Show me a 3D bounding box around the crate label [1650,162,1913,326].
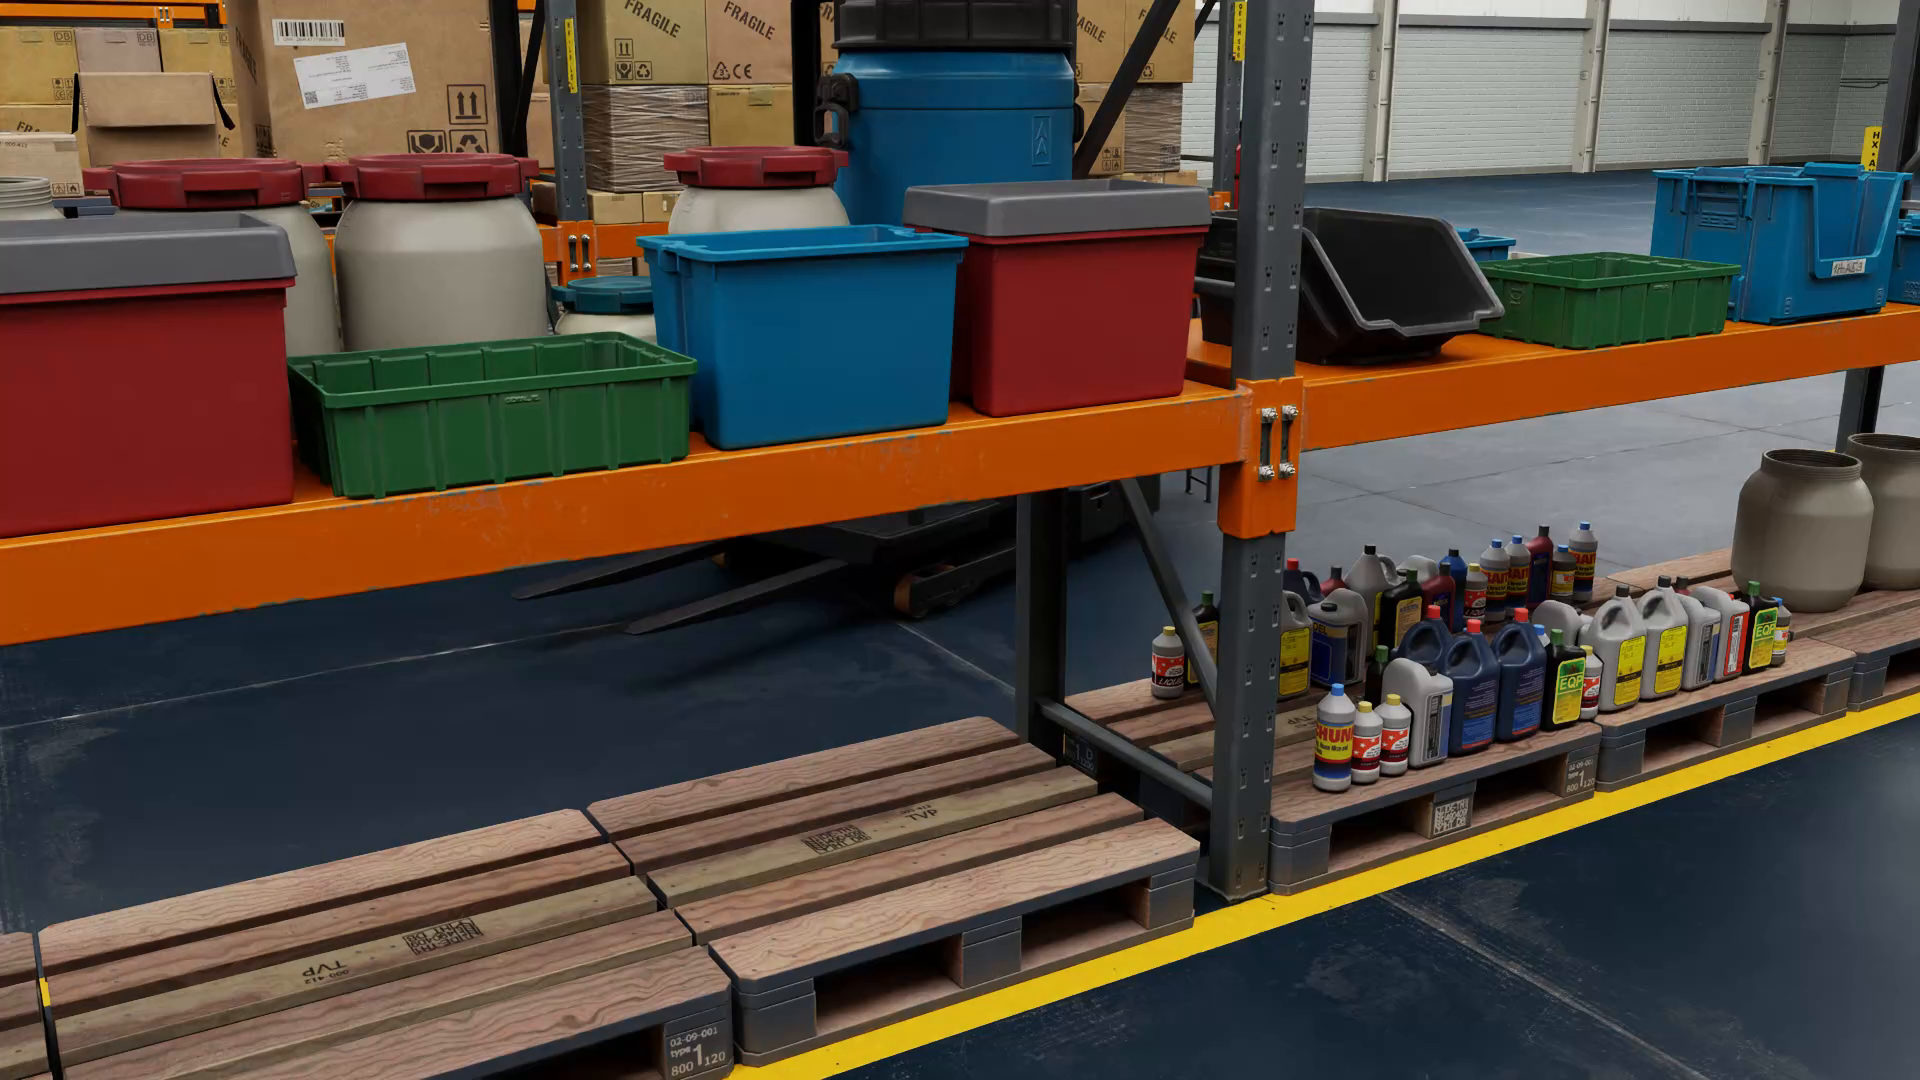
[{"bbox_3d":[2.459,-0.910,5.034,0.616,0.435,0.502,-9,18,-30],"label":"crate label"}]

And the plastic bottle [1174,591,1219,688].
[{"bbox_3d":[0.711,0.297,5.009,0.133,0.283,0.061,-8,18,-27],"label":"plastic bottle"}]

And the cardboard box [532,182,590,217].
[{"bbox_3d":[-2.049,-1.778,8.662,0.250,0.149,0.380,-9,18,-30],"label":"cardboard box"}]

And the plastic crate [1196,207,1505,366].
[{"bbox_3d":[0.983,-0.669,4.354,0.504,0.338,0.767,-9,18,-30],"label":"plastic crate"}]

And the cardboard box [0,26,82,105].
[{"bbox_3d":[-6.279,-3.210,11.267,0.500,0.500,0.700,-9,18,-30],"label":"cardboard box"}]

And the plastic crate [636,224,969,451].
[{"bbox_3d":[-0.317,-0.422,3.389,0.575,0.384,0.392,-9,18,-30],"label":"plastic crate"}]

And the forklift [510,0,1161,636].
[{"bbox_3d":[-0.390,-1.262,6.482,1.130,2.935,3.031,12,20,37],"label":"forklift"}]

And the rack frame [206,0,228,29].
[{"bbox_3d":[-7.186,-4.094,16.458,0.127,3.000,1.000,-9,18,-30],"label":"rack frame"}]

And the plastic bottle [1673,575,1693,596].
[{"bbox_3d":[2.264,0.245,5.194,0.133,0.283,0.061,-9,18,-30],"label":"plastic bottle"}]

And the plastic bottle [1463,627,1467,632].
[{"bbox_3d":[1.436,0.382,4.729,0.097,0.271,0.097,0,16,0],"label":"plastic bottle"}]

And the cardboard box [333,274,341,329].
[{"bbox_3d":[-5.036,-1.975,12.288,0.750,0.750,1.050,-9,18,-30],"label":"cardboard box"}]

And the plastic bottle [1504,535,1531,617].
[{"bbox_3d":[1.889,0.118,5.671,0.097,0.271,0.097,0,16,0],"label":"plastic bottle"}]

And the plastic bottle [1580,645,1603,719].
[{"bbox_3d":[1.791,0.404,4.781,0.097,0.201,0.097,0,16,0],"label":"plastic bottle"}]

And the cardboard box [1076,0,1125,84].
[{"bbox_3d":[0.577,-2.826,9.344,0.500,0.500,0.500,-9,18,-30],"label":"cardboard box"}]

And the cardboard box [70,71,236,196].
[{"bbox_3d":[-3.520,-1.791,7.272,0.637,0.503,0.797,-7,17,-24],"label":"cardboard box"}]

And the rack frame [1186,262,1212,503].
[{"bbox_3d":[1.169,-0.789,8.001,0.015,1.200,0.240,-5,16,-18],"label":"rack frame"}]

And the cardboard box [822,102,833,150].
[{"bbox_3d":[-0.841,-2.195,8.947,0.500,0.500,0.875,-9,18,-30],"label":"cardboard box"}]

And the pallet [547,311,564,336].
[{"bbox_3d":[-3.858,-1.708,13.112,1.213,0.211,1.003,-9,18,-30],"label":"pallet"}]

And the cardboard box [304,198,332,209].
[{"bbox_3d":[-6.541,-3.353,16.741,0.500,0.500,0.500,-8,18,-27],"label":"cardboard box"}]

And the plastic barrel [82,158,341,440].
[{"bbox_3d":[-1.464,-0.476,3.301,0.433,0.535,0.433,0,16,0],"label":"plastic barrel"}]

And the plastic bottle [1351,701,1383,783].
[{"bbox_3d":[1.055,0.523,4.356,0.097,0.201,0.097,0,16,0],"label":"plastic bottle"}]

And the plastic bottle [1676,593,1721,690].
[{"bbox_3d":[2.200,0.293,5.039,0.135,0.276,0.152,-10,18,-31],"label":"plastic bottle"}]

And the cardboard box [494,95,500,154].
[{"bbox_3d":[-3.780,-3.171,12.887,0.550,0.550,0.875,-9,18,-30],"label":"cardboard box"}]

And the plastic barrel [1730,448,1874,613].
[{"bbox_3d":[2.943,-0.037,5.815,0.421,0.512,0.421,0,16,0],"label":"plastic barrel"}]

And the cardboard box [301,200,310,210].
[{"bbox_3d":[-6.243,-2.848,15.239,0.500,0.500,0.500,-9,18,-30],"label":"cardboard box"}]

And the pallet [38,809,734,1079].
[{"bbox_3d":[-1.231,0.976,3.537,1.213,0.211,1.003,-9,18,-30],"label":"pallet"}]

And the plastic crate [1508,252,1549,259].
[{"bbox_3d":[1.730,-0.813,5.241,0.437,0.136,0.530,-9,18,-30],"label":"plastic crate"}]

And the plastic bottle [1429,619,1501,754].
[{"bbox_3d":[1.374,0.392,4.547,0.185,0.351,0.144,-9,18,-28],"label":"plastic bottle"}]

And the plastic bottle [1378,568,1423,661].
[{"bbox_3d":[1.389,0.233,5.239,0.133,0.283,0.061,-9,18,-30],"label":"plastic bottle"}]

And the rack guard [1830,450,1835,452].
[{"bbox_3d":[3.857,0.014,6.435,0.348,0.500,1.175,-9,18,-30],"label":"rack guard"}]

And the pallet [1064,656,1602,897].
[{"bbox_3d":[1.066,0.604,4.866,1.213,0.211,1.003,-9,18,-30],"label":"pallet"}]

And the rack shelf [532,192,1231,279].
[{"bbox_3d":[-0.368,-1.733,9.368,4.000,0.370,1.077,-9,18,-30],"label":"rack shelf"}]

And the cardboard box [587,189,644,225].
[{"bbox_3d":[-1.743,-1.641,8.171,0.250,0.149,0.380,-9,18,-30],"label":"cardboard box"}]

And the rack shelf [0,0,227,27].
[{"bbox_3d":[-8.900,-4.914,15.159,4.000,0.370,1.077,-9,18,-30],"label":"rack shelf"}]

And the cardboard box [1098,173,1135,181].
[{"bbox_3d":[0.806,-2.068,9.695,0.250,0.149,0.380,-9,18,-30],"label":"cardboard box"}]

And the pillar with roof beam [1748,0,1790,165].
[{"bbox_3d":[20.555,-11.973,33.449,0.400,9.000,9.100,-9,18,-30],"label":"pillar with roof beam"}]

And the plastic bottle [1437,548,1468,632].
[{"bbox_3d":[1.630,0.160,5.521,0.097,0.271,0.097,0,16,0],"label":"plastic bottle"}]

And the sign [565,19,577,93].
[{"bbox_3d":[-1.793,-2.231,7.666,0.005,0.325,0.100,-9,18,-30],"label":"sign"}]

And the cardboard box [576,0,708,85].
[{"bbox_3d":[-1.565,-2.478,8.103,0.500,0.500,0.500,-9,18,-30],"label":"cardboard box"}]

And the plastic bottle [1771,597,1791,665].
[{"bbox_3d":[2.549,0.281,5.220,0.097,0.201,0.097,0,16,0],"label":"plastic bottle"}]

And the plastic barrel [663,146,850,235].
[{"bbox_3d":[-0.464,-0.639,3.879,0.433,0.535,0.433,0,16,0],"label":"plastic barrel"}]

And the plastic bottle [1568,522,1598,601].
[{"bbox_3d":[2.183,0.070,5.841,0.097,0.271,0.097,0,16,0],"label":"plastic bottle"}]

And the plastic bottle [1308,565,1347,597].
[{"bbox_3d":[1.155,0.225,5.266,0.133,0.283,0.061,-8,17,-26],"label":"plastic bottle"}]

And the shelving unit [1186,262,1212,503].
[{"bbox_3d":[0.938,-0.768,7.926,0.503,1.200,0.258,-5,16,-18],"label":"shelving unit"}]

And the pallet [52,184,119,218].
[{"bbox_3d":[-3.835,-1.438,7.336,1.213,0.211,1.003,-9,18,-30],"label":"pallet"}]

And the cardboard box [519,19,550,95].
[{"bbox_3d":[-3.271,-3.745,12.934,0.550,0.550,0.875,-9,18,-30],"label":"cardboard box"}]

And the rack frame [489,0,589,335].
[{"bbox_3d":[-2.082,-1.801,8.279,0.127,3.000,1.000,-9,18,-30],"label":"rack frame"}]

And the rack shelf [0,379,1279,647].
[{"bbox_3d":[-1.246,-0.031,3.296,4.000,0.370,1.077,-9,18,-30],"label":"rack shelf"}]
